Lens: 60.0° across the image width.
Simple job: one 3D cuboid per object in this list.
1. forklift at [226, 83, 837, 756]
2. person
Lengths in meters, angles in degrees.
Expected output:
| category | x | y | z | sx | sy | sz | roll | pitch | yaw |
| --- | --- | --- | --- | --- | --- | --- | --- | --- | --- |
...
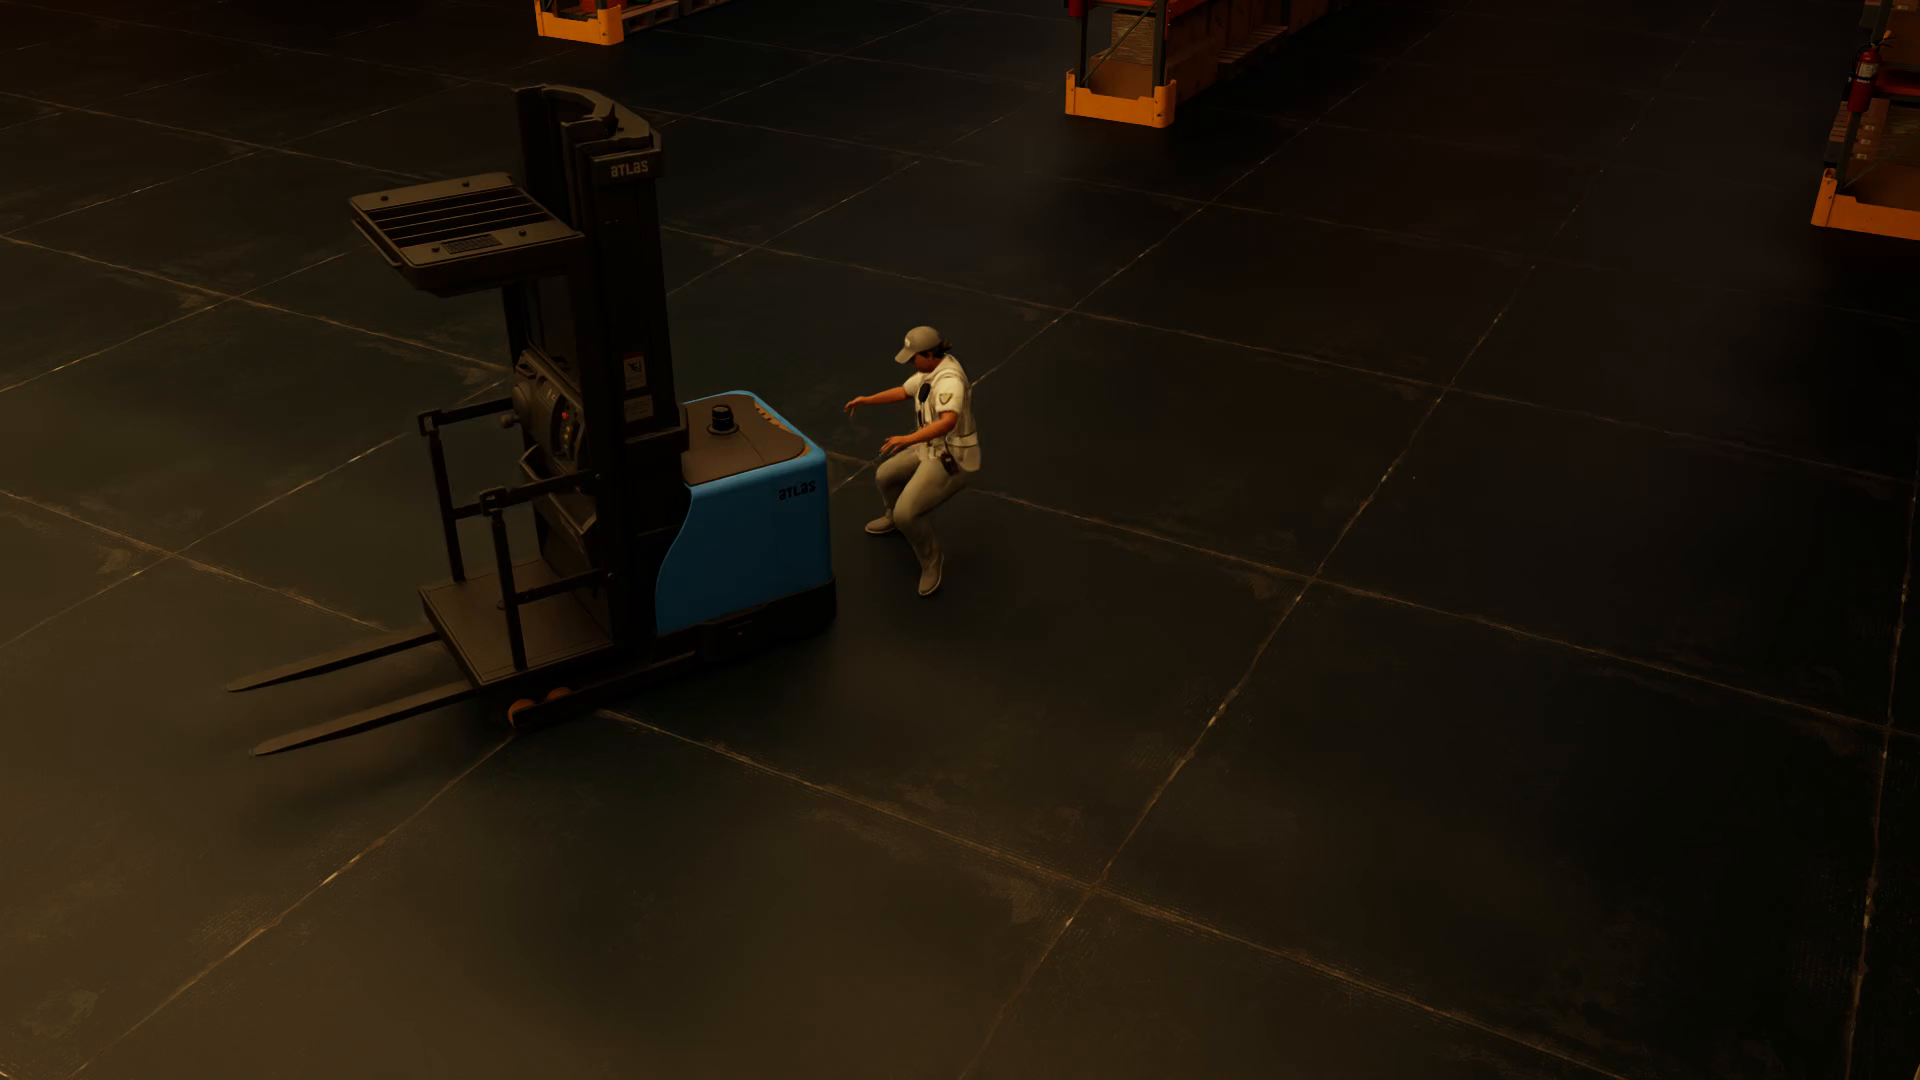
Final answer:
| category | x | y | z | sx | sy | sz | roll | pitch | yaw |
| --- | --- | --- | --- | --- | --- | --- | --- | --- | --- |
| forklift | -2.201 | -0.608 | 8.123 | 3.031 | 2.935 | 1.130 | -17 | 34 | -27 |
| person | -0.266 | -0.508 | 9.431 | 0.737 | 1.451 | 0.957 | -5 | 30 | -9 |
